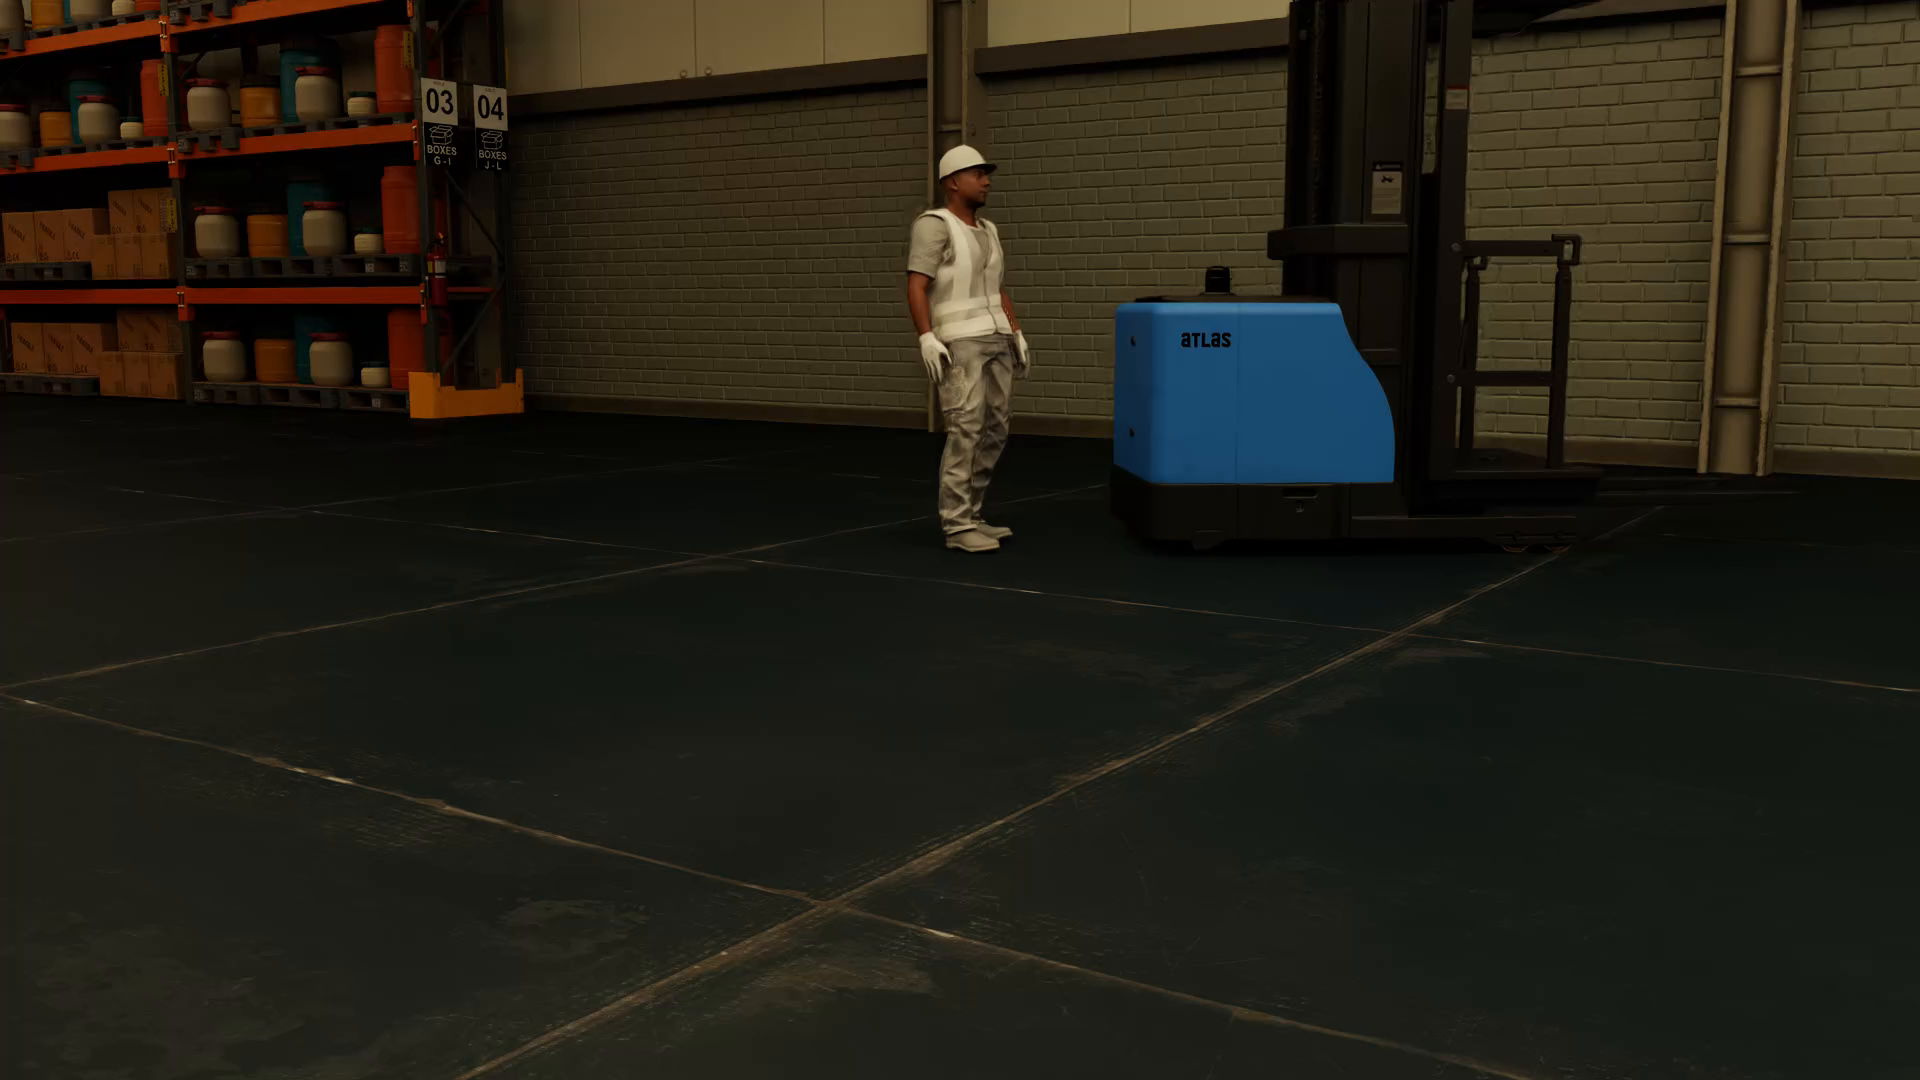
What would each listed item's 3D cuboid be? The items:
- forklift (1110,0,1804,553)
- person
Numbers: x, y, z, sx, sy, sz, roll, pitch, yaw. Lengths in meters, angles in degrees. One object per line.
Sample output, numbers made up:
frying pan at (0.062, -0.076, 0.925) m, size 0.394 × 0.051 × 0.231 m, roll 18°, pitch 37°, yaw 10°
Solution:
forklift at (2.269, -1.468, 7.516) m, size 3.031 × 2.935 × 1.130 m, roll -1°, pitch 8°, yaw -5°
person at (0.094, -0.861, 7.407) m, size 0.565 × 1.771 × 0.681 m, roll 6°, pitch 10°, yaw 36°
